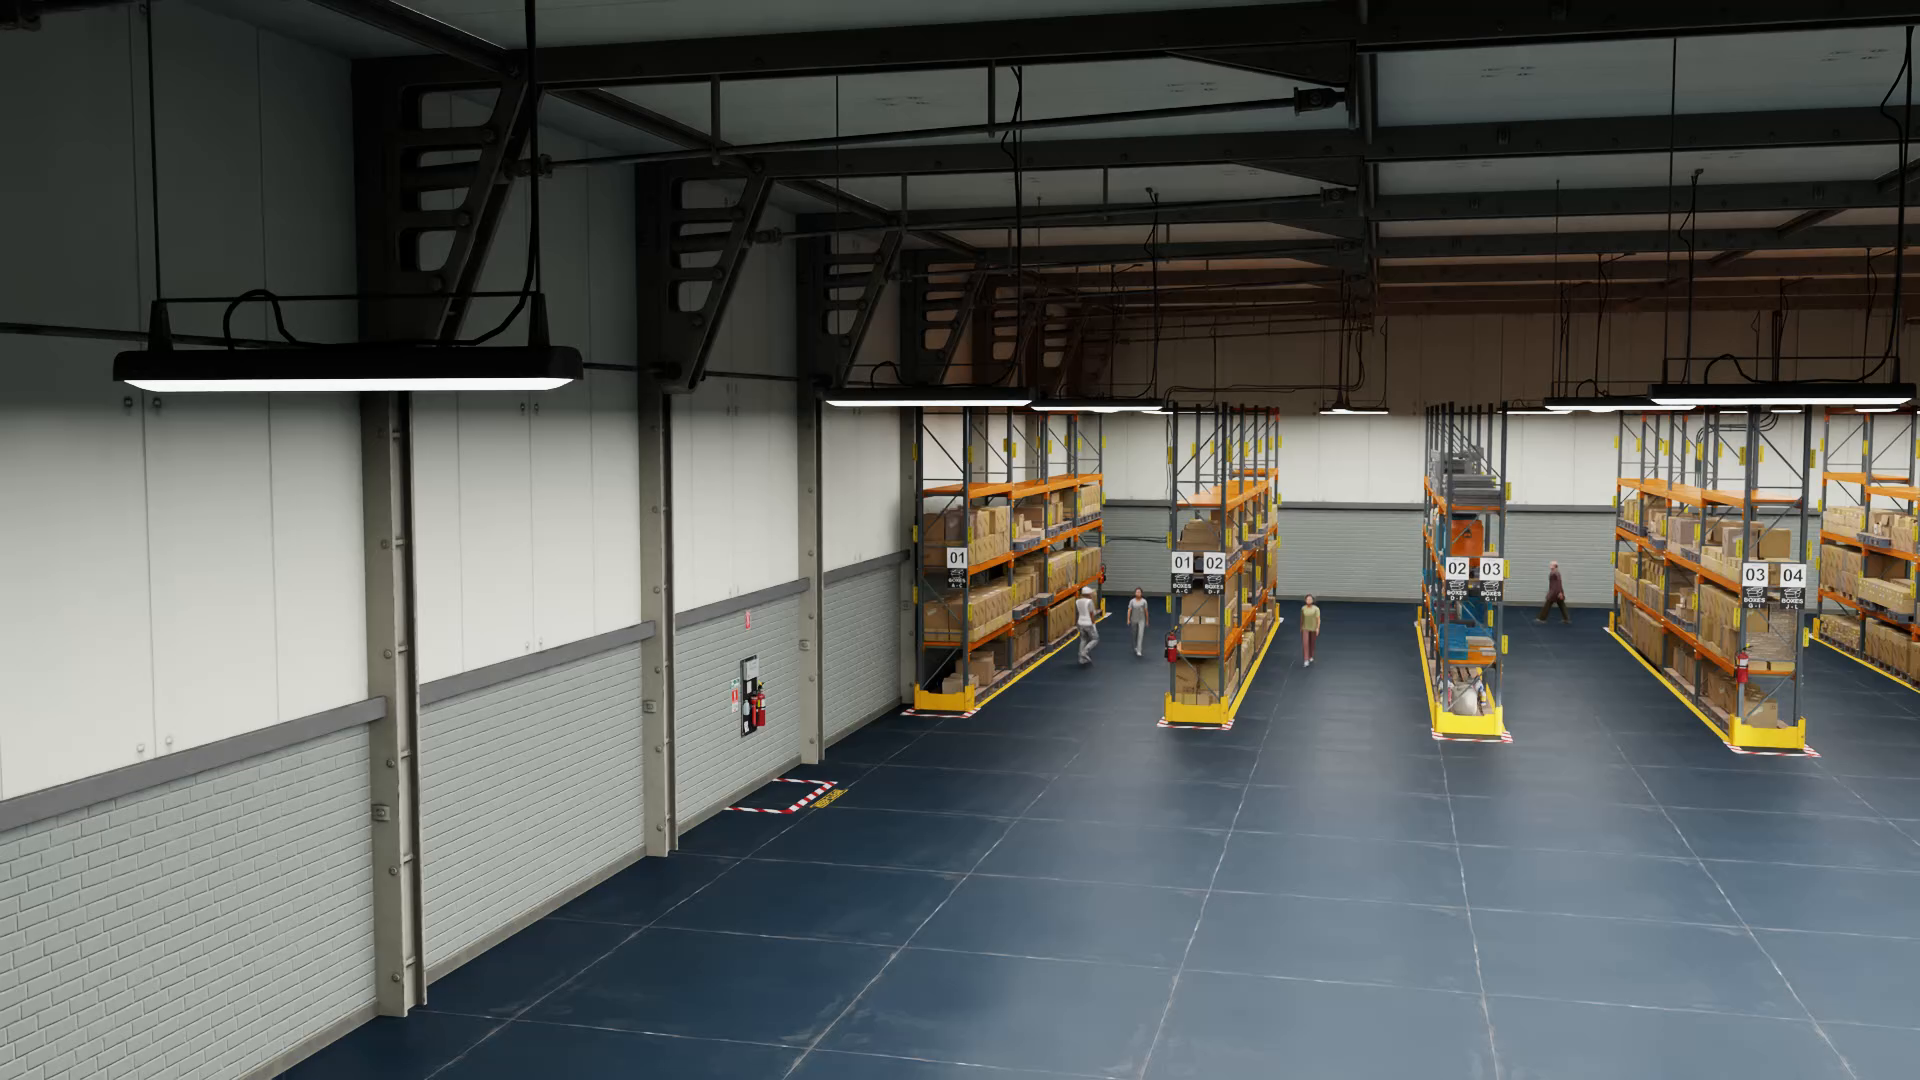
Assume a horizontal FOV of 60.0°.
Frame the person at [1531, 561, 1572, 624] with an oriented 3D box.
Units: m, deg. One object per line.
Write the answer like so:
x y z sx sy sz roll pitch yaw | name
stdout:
16.398 1.441 45.948 1.049 1.719 0.556 3 5 38 | person

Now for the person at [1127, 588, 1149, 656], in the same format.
4.281 1.950 40.028 0.497 1.612 1.082 1 4 11 | person

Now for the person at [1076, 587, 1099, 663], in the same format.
2.907 1.973 38.569 0.476 1.785 0.584 -3 5 -37 | person

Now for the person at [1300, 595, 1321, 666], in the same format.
8.098 2.061 38.378 0.426 1.605 1.072 0 4 6 | person
